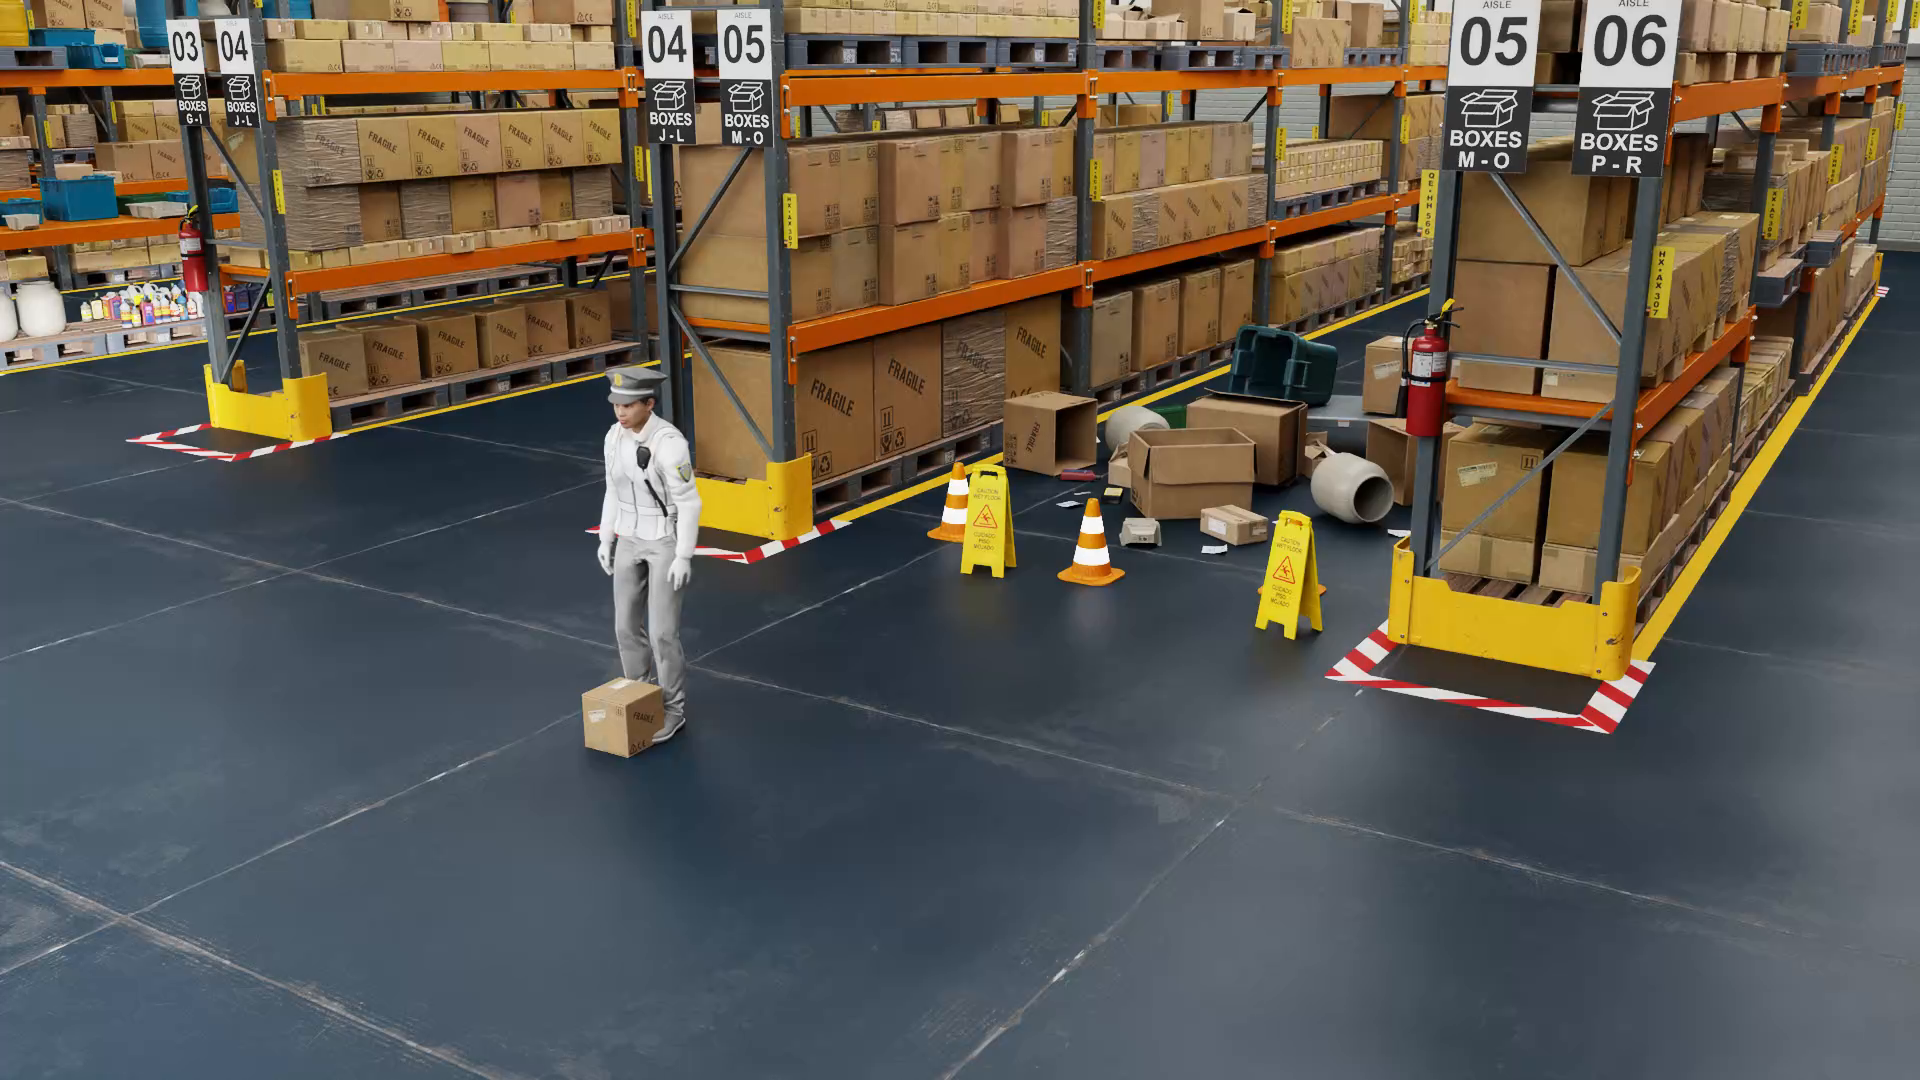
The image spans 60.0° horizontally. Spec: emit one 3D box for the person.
[{"bbox_3d":[-1.382,0.050,7.355,0.529,1.664,0.402,10,19,31],"label":"person"}]
